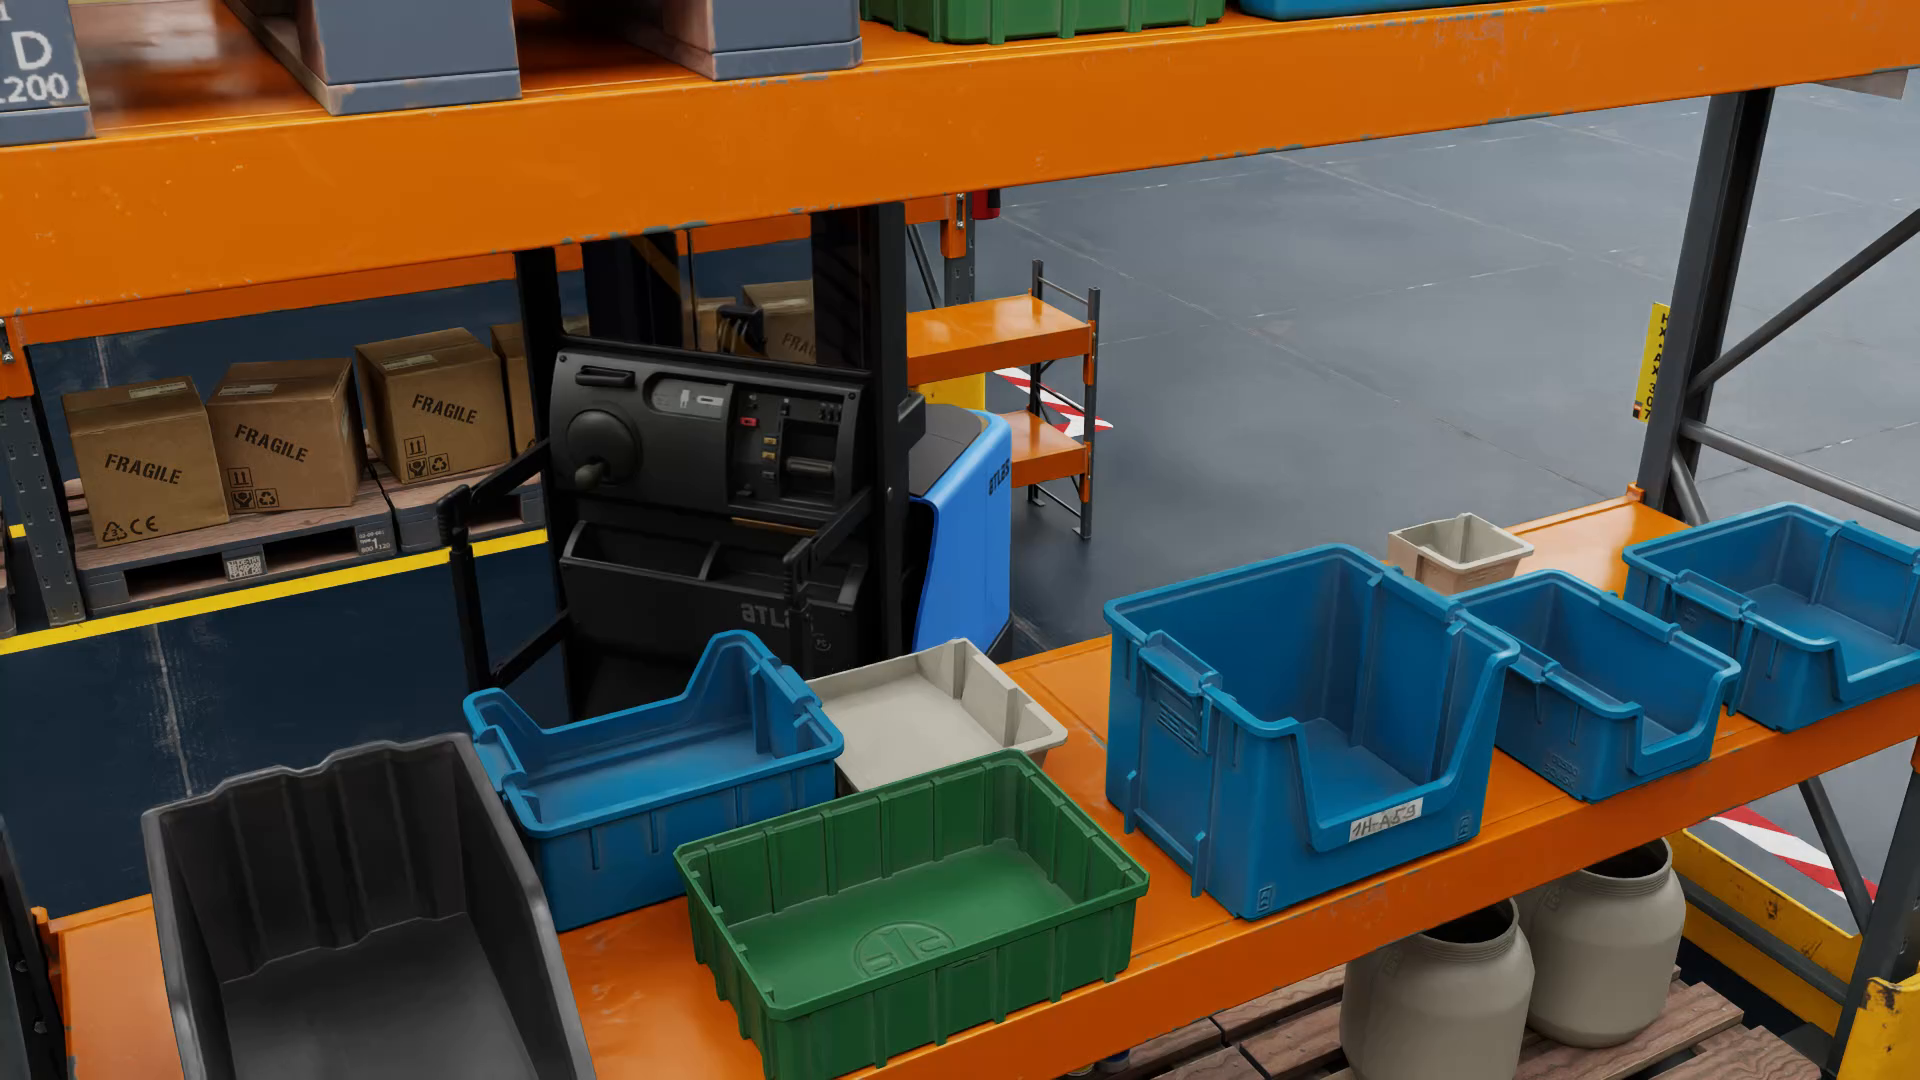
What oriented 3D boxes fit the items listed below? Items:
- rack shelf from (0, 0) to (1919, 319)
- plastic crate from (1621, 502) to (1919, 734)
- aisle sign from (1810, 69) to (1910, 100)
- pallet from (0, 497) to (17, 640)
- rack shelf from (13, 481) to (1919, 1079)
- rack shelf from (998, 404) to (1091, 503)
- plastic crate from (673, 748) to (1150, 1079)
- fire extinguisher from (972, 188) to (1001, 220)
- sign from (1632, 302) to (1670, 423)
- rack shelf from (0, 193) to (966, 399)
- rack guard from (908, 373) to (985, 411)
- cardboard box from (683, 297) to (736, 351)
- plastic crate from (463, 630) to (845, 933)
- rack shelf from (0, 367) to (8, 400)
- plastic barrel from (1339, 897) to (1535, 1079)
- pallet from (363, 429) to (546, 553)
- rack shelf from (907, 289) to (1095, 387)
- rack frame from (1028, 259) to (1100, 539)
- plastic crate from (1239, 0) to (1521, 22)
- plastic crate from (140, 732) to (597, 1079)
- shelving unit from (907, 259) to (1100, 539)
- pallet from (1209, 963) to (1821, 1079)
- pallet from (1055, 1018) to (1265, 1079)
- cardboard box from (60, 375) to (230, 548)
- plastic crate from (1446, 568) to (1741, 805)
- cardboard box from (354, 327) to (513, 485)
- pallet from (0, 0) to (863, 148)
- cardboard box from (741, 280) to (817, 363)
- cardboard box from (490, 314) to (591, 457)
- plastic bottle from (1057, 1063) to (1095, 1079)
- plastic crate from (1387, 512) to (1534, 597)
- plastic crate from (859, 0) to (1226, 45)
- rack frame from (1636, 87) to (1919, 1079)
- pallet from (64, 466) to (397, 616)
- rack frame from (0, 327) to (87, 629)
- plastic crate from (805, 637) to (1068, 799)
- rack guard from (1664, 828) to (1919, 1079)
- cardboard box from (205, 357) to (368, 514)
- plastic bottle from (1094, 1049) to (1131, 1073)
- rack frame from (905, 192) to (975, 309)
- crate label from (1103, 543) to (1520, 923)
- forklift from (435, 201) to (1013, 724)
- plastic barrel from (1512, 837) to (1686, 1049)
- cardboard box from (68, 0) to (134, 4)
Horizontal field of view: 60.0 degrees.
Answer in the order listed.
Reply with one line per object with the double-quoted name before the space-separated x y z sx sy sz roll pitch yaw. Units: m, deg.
"rack shelf" 0.351 -0.749 2.711 4.000 0.370 1.077 -13 29 -25
"plastic crate" 1.815 0.154 3.635 0.616 0.251 0.499 -13 29 -25
"aisle sign" 2.042 -1.427 3.754 0.004 0.787 0.394 -13 29 -25
"pallet" -4.430 0.210 6.568 1.213 0.211 1.003 -13 29 -25
"rack shelf" 0.351 0.603 3.360 4.000 0.370 1.077 -13 29 -25
"rack shelf" -0.006 -0.285 7.109 1.000 0.278 0.538 -13 29 -25
"plastic crate" -0.083 0.613 2.753 0.662 0.188 0.450 -13 29 -25
"fire extinguisher" 0.103 -1.833 7.691 0.183 0.674 0.296 -13 29 -25
"sign" 1.861 -0.465 4.432 0.005 0.325 0.100 -13 29 -25
"rack shelf" -1.979 -1.289 7.300 4.000 0.370 1.077 -13 29 -25
"rack guard" -0.282 -0.878 8.501 0.348 0.500 1.175 -13 29 -25
"cardboard box" -1.285 -0.827 7.910 0.500 0.500 0.500 -6 26 -12
"plastic crate" -0.565 0.424 3.074 0.616 0.251 0.499 -13 29 -25
"rack shelf" -5.509 -0.474 5.603 4.000 0.370 1.077 -13 29 -25
"plastic barrel" 1.129 1.069 3.948 0.421 0.512 0.421 0 26 0
"pallet" -2.090 -0.349 7.733 1.213 0.211 1.003 -13 29 -25
"rack shelf" -0.006 -0.770 6.877 1.000 0.278 0.538 -13 29 -25
"rack frame" 0.443 -0.609 7.219 0.032 1.125 0.500 -13 29 -25
"plastic crate" 0.575 -0.971 2.359 0.575 0.384 0.392 -13 29 -25
"plastic crate" -0.892 0.656 2.490 0.504 0.338 0.767 -13 29 -25
"shelving unit" -0.006 -0.506 7.004 1.048 1.125 0.538 -13 29 -25
"pallet" 1.352 1.325 4.246 1.213 0.211 1.003 -13 29 -25
"pallet" 0.277 1.572 3.732 1.213 0.211 1.003 -13 29 -25
"cardboard box" -3.372 -0.334 6.884 0.500 0.500 0.500 -14 29 -27
"plastic crate" 1.240 0.284 3.364 0.408 0.251 0.499 -13 29 -25
"cardboard box" -2.360 -0.610 7.459 0.500 0.500 0.500 -16 30 -30
"pallet" -0.823 -0.766 2.131 1.003 0.211 1.213 -13 29 -25
"cardboard box" -0.773 -0.962 8.191 0.500 0.500 0.500 -8 27 -16
"cardboard box" -1.846 -0.707 7.660 0.500 0.500 0.500 -10 27 -20
"plastic bottle" 0.278 1.206 3.998 0.097 0.201 0.097 0 26 0
"plastic crate" 1.175 0.049 3.986 0.250 0.136 0.298 -13 29 -25
"plastic crate" 0.107 -0.788 2.205 0.450 0.188 0.336 -13 29 -25
"rack frame" 2.116 -0.129 4.053 0.127 3.000 1.000 -13 29 -25
"pallet" -3.168 -0.099 7.212 1.213 0.211 1.003 -13 29 -25
"rack frame" -3.744 -1.206 6.296 0.127 3.000 1.000 -13 29 -25
"plastic crate" -0.100 0.377 3.303 0.437 0.136 0.530 -13 29 -25
"rack guard" 2.071 1.031 4.524 0.348 0.500 1.175 -13 29 -25
"cardboard box" -2.870 -0.454 7.133 0.500 0.500 0.500 -4 26 -9
"plastic bottle" 0.370 1.153 4.027 0.097 0.271 0.097 0 26 0
"rack frame" -0.215 -2.020 7.993 0.127 3.000 1.000 -13 29 -25
"crate label" 0.619 0.333 3.049 0.616 0.435 0.502 -13 29 -25
"forklift" -0.779 -0.255 4.394 1.130 2.935 3.031 9 27 17
"plastic barrel" 1.571 0.967 4.160 0.421 0.512 0.421 0 26 0
"cardboard box" -3.227 -1.830 5.982 0.500 0.500 0.500 -13 29 -25
